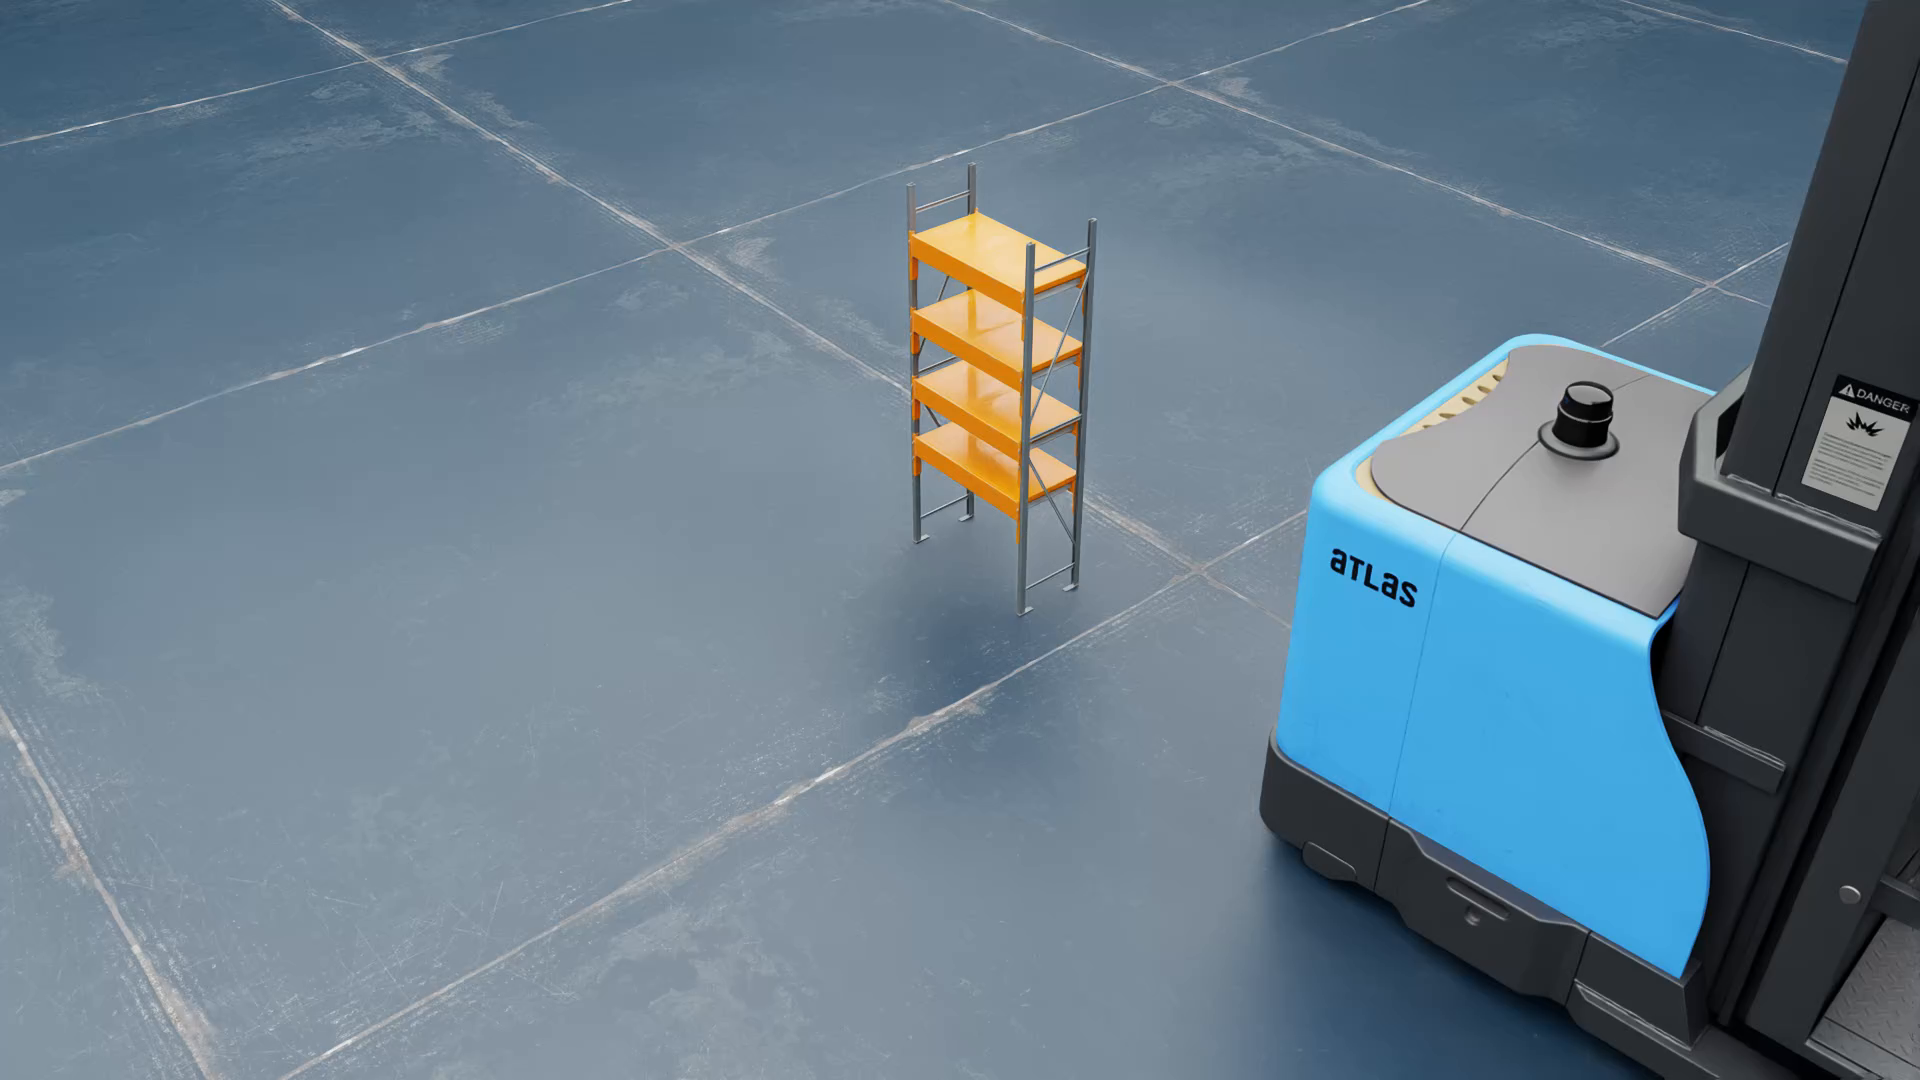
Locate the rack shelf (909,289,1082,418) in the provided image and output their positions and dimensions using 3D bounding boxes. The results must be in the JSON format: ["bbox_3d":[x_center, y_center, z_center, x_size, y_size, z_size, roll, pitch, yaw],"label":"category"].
[{"bbox_3d":[0.107,-0.544,4.710,0.258,0.148,0.480,-26,43,-32],"label":"rack shelf"}]

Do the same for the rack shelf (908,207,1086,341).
[{"bbox_3d":[0.107,-0.737,4.573,0.258,0.148,0.480,-26,43,-32],"label":"rack shelf"}]

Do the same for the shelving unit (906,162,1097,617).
[{"bbox_3d":[0.107,-0.417,4.800,0.258,1.200,0.503,-26,43,-32],"label":"shelving unit"}]

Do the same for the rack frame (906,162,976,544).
[{"bbox_3d":[-0.051,-0.524,4.952,0.240,1.200,0.015,-26,43,-32],"label":"rack frame"}]

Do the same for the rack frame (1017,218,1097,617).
[{"bbox_3d":[0.264,-0.309,4.648,0.240,1.200,0.015,-26,43,-32],"label":"rack frame"}]

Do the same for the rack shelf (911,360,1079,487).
[{"bbox_3d":[0.107,-0.362,4.839,0.258,0.148,0.480,-26,43,-32],"label":"rack shelf"}]

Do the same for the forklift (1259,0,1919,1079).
[{"bbox_3d":[2.165,-0.069,2.811,3.031,2.935,1.130,29,44,34],"label":"forklift"}]

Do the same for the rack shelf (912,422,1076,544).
[{"bbox_3d":[0.107,-0.200,4.954,0.258,0.148,0.480,-26,43,-32],"label":"rack shelf"}]
